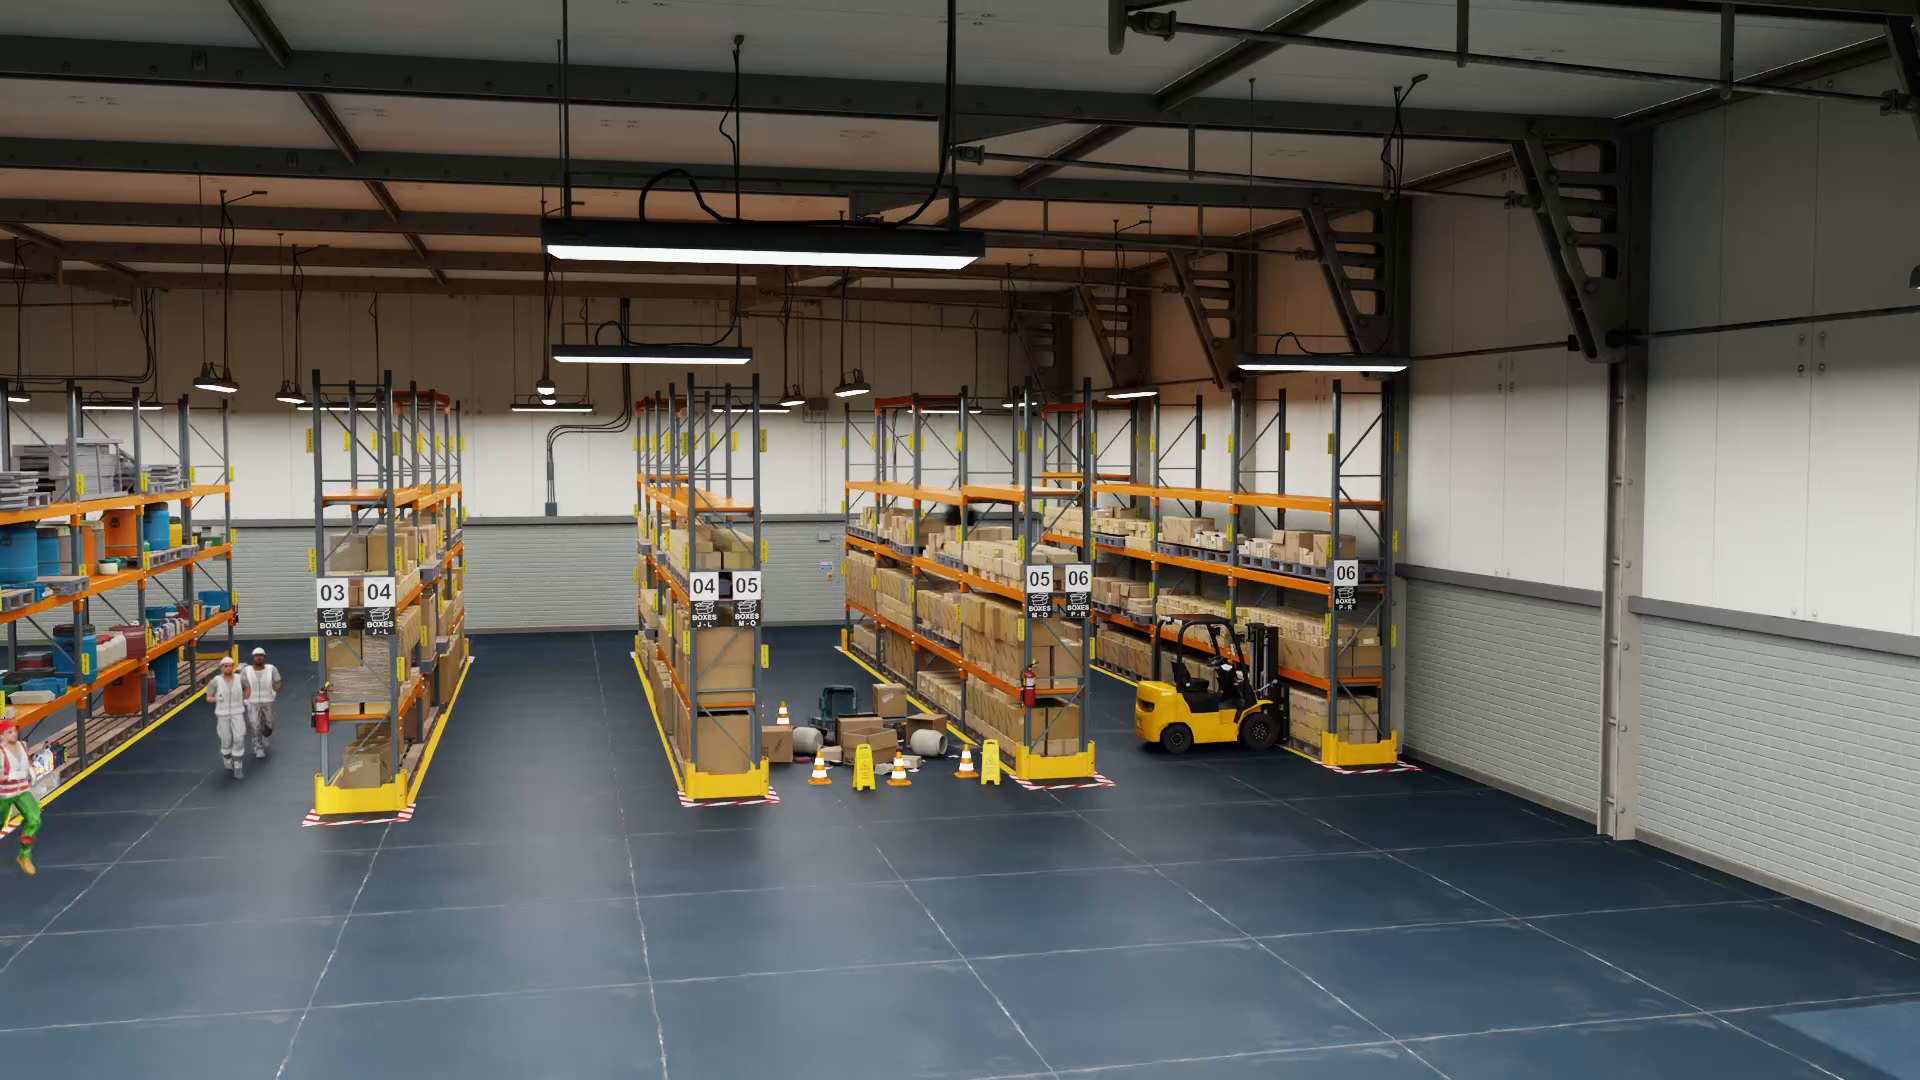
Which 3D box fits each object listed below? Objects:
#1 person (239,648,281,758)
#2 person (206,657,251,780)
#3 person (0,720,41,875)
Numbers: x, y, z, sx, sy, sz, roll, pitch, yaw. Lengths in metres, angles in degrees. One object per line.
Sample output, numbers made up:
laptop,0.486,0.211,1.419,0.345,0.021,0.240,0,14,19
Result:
person,-11.235,2.595,26.655,0.685,1.735,0.667,-2,4,-25
person,-10.977,2.668,24.989,0.633,1.848,0.793,-2,4,-25
person,-11.070,2.990,19.388,0.912,1.820,0.673,2,4,27
